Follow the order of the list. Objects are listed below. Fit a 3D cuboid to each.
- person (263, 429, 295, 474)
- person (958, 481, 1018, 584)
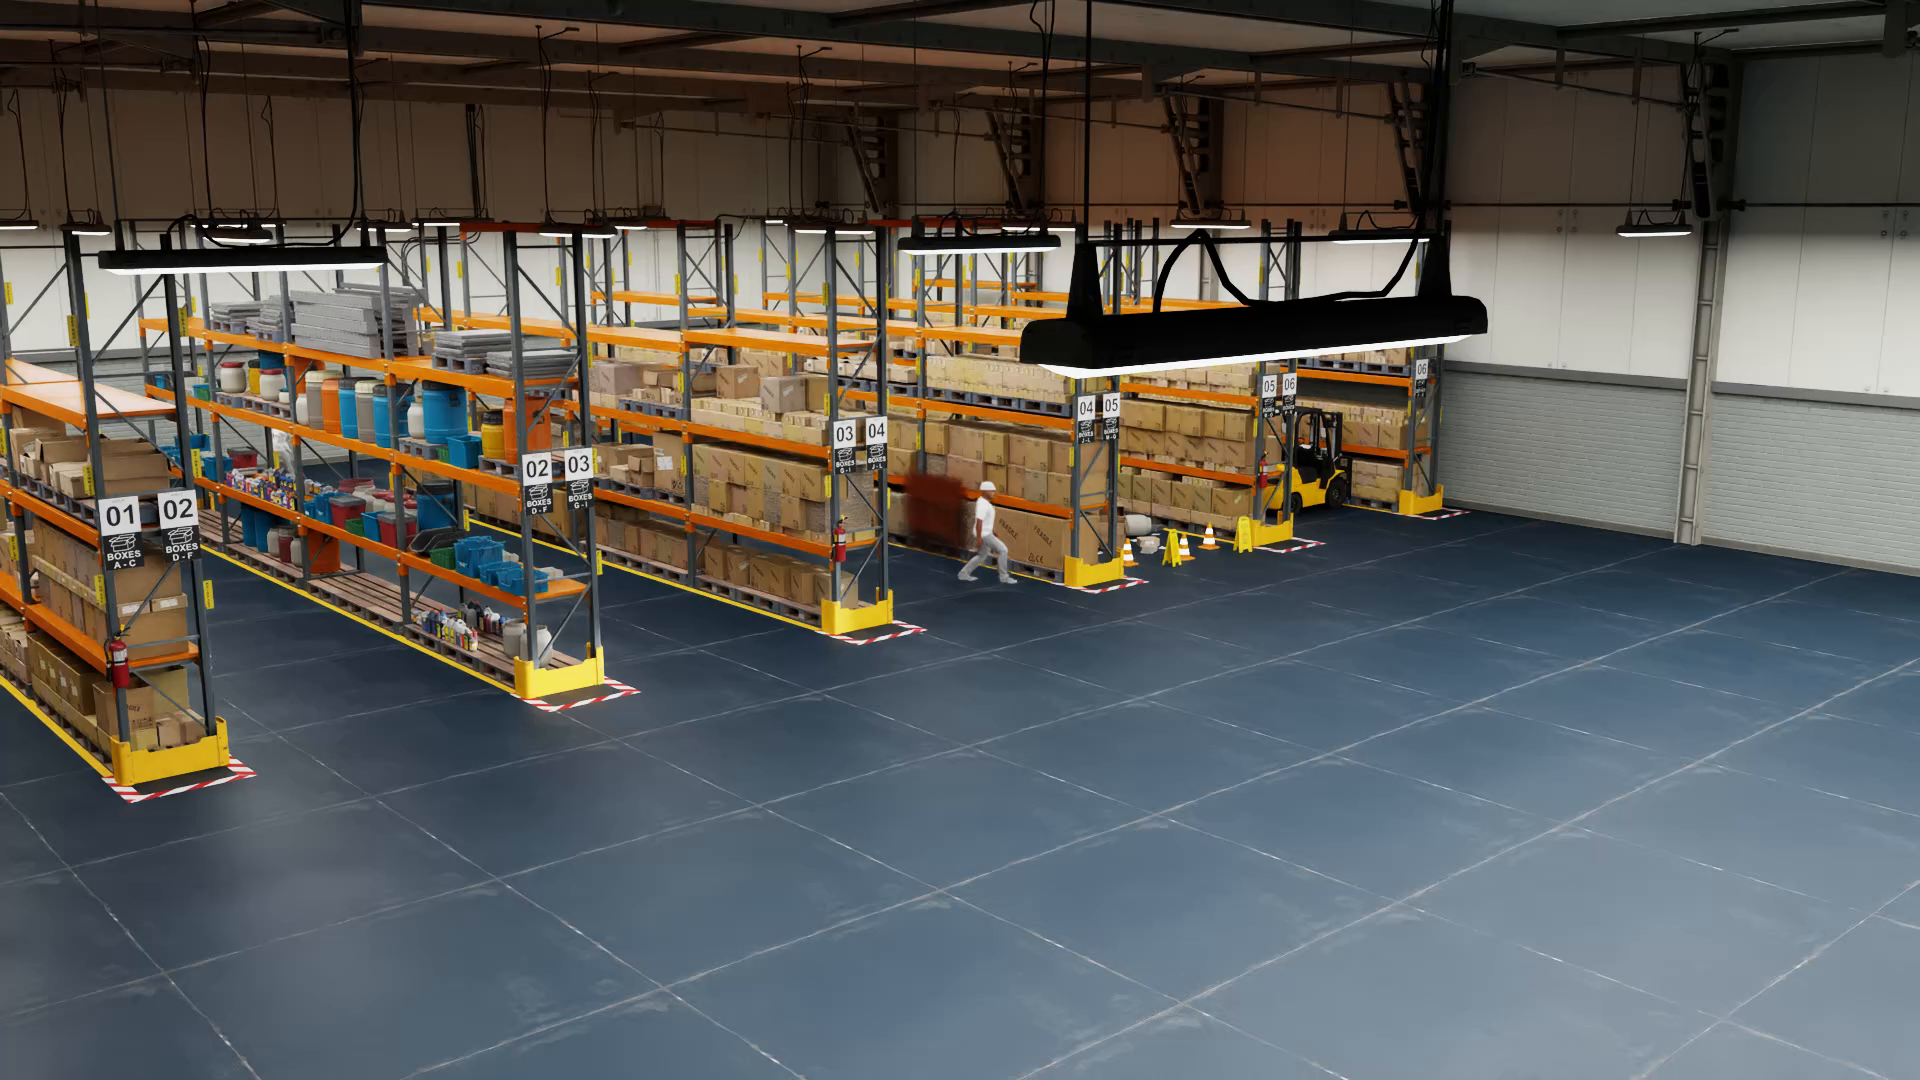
[{"bbox_3d":[-15.433,-2.036,37.772,1.015,1.629,0.459,-7,13,-31],"label":"person"},{"bbox_3d":[0.448,-0.140,26.998,0.963,1.643,0.592,-1,11,-4],"label":"person"}]
